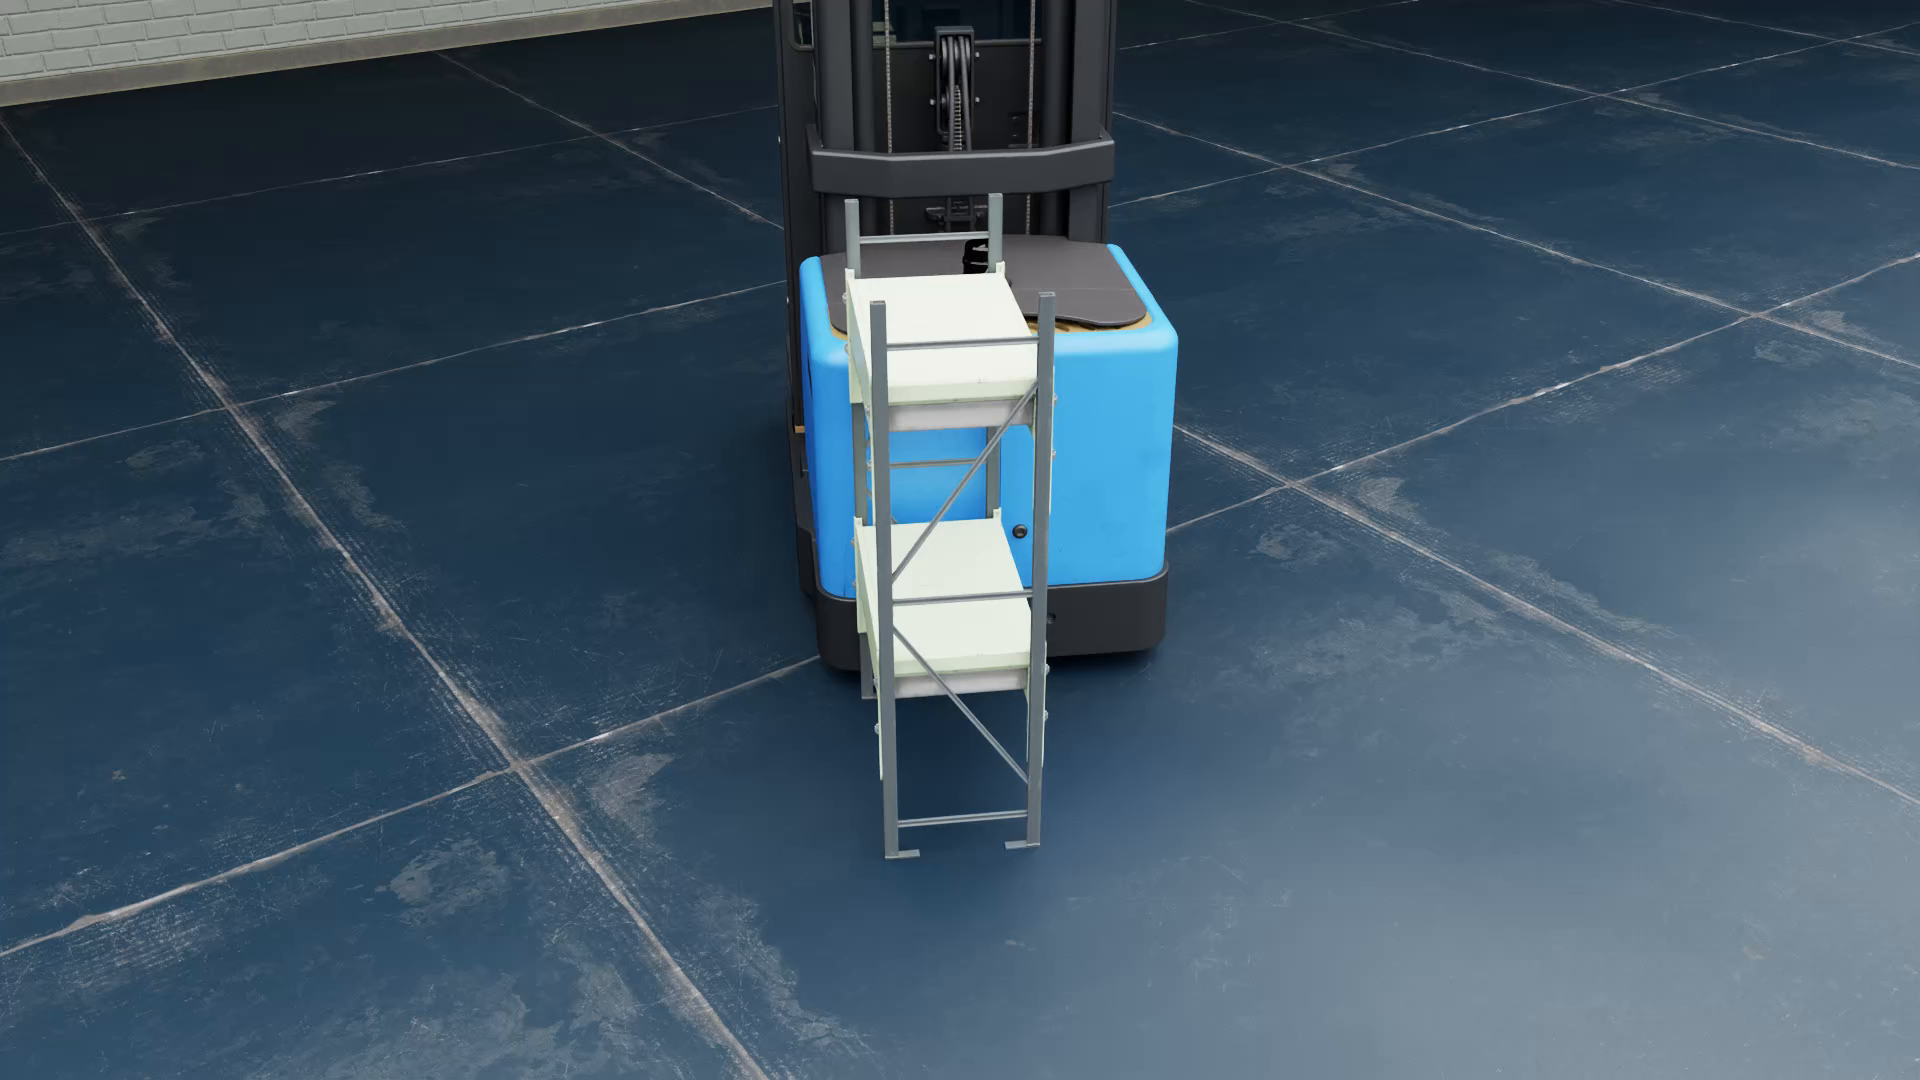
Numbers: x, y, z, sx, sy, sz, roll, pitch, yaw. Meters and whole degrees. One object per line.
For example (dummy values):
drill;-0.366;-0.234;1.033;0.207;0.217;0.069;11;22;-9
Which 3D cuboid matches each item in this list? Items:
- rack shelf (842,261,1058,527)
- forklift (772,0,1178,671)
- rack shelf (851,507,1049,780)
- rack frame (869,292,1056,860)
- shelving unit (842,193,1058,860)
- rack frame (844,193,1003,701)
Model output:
rack shelf;-0.042;-0.375;4.052;0.431;0.370;0.720;-4;29;-7
forklift;-0.080;-1.582;5.593;1.130;2.935;3.031;-4;29;-6
rack shelf;-0.042;0.254;4.394;0.431;0.370;0.720;-4;29;-7
rack frame;0.006;0.141;3.919;0.400;1.500;0.023;-4;29;-7
shelving unit;-0.042;-0.032;4.238;0.431;1.500;0.755;-4;29;-7
rack frame;-0.091;-0.206;4.557;0.400;1.500;0.023;-4;29;-7
